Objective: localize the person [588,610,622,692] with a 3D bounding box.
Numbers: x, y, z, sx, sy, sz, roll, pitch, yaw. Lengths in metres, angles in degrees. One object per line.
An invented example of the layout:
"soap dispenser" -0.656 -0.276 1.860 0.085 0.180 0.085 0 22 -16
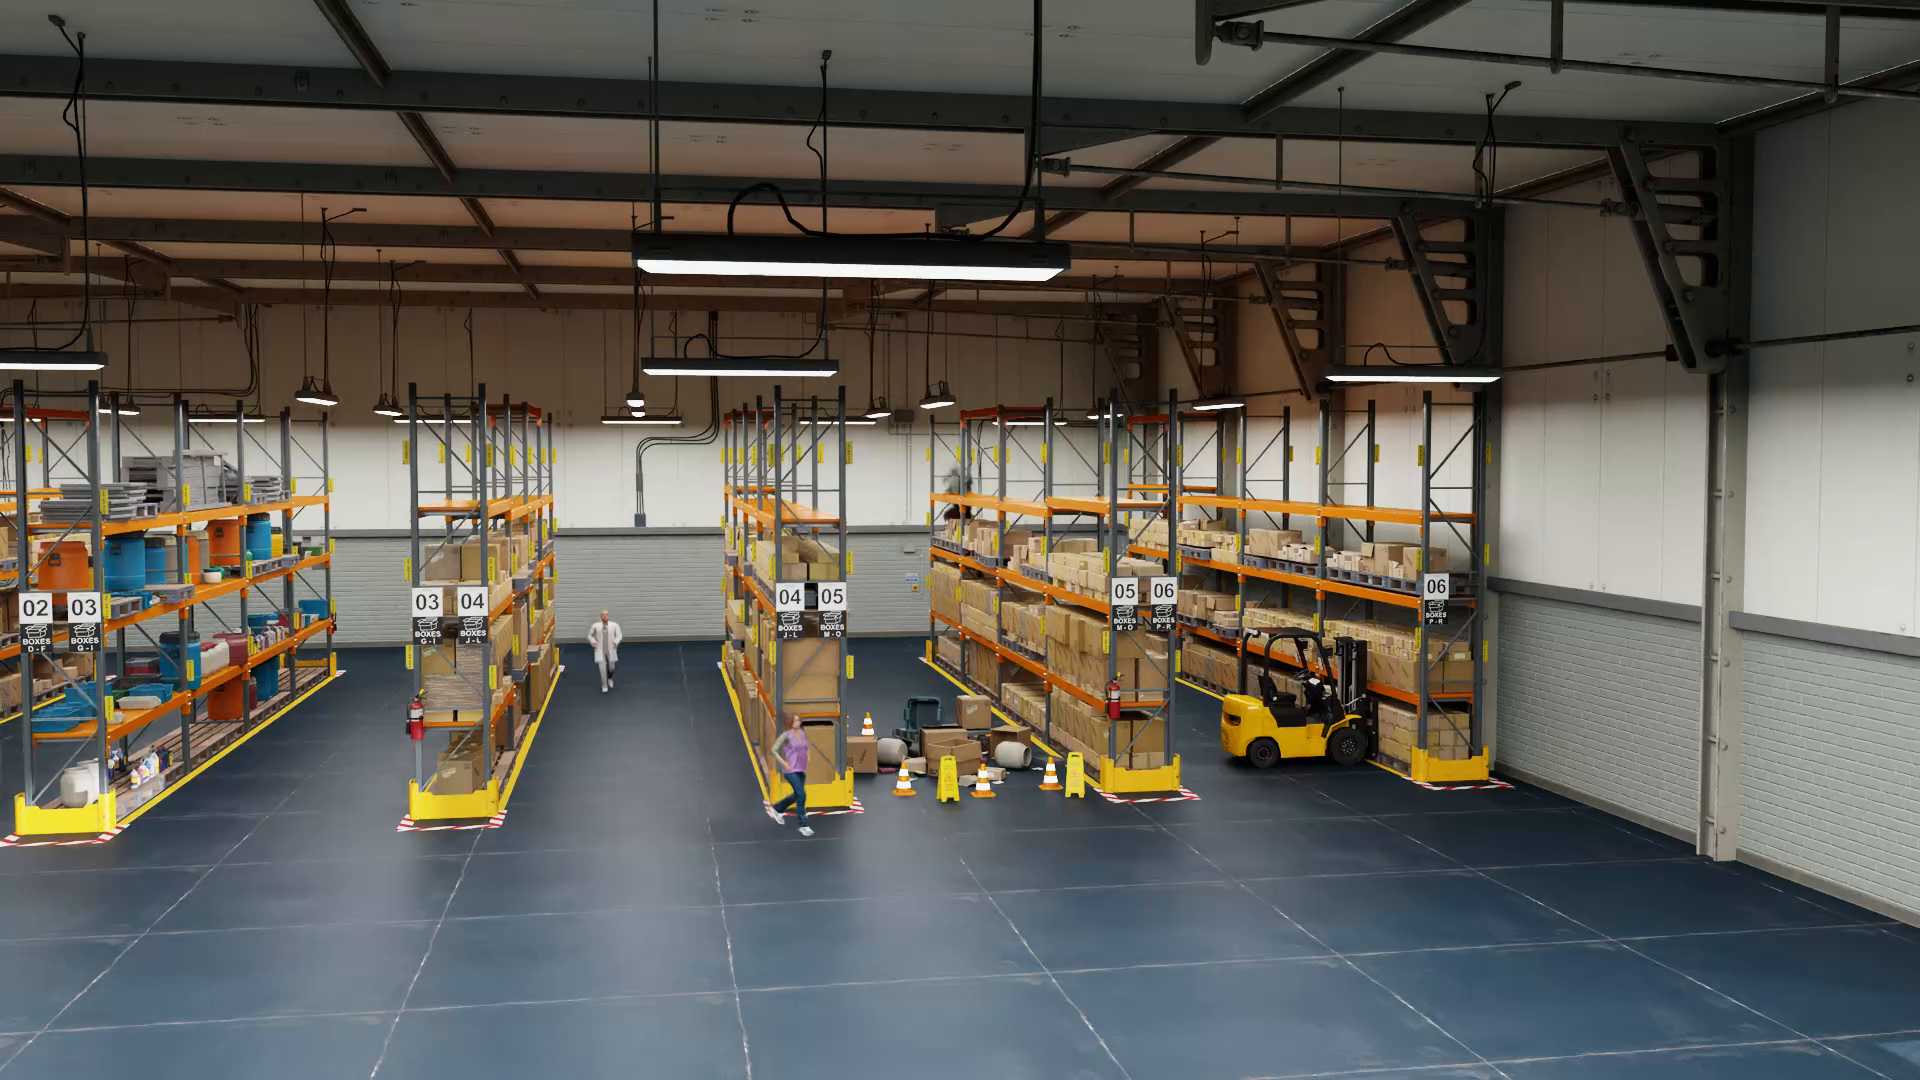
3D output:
"person" -7.528 2.350 35.247 0.706 1.724 0.669 -1 3 -14

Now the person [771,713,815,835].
"person" -2.216 3.103 22.166 0.760 1.603 0.549 2 3 32
